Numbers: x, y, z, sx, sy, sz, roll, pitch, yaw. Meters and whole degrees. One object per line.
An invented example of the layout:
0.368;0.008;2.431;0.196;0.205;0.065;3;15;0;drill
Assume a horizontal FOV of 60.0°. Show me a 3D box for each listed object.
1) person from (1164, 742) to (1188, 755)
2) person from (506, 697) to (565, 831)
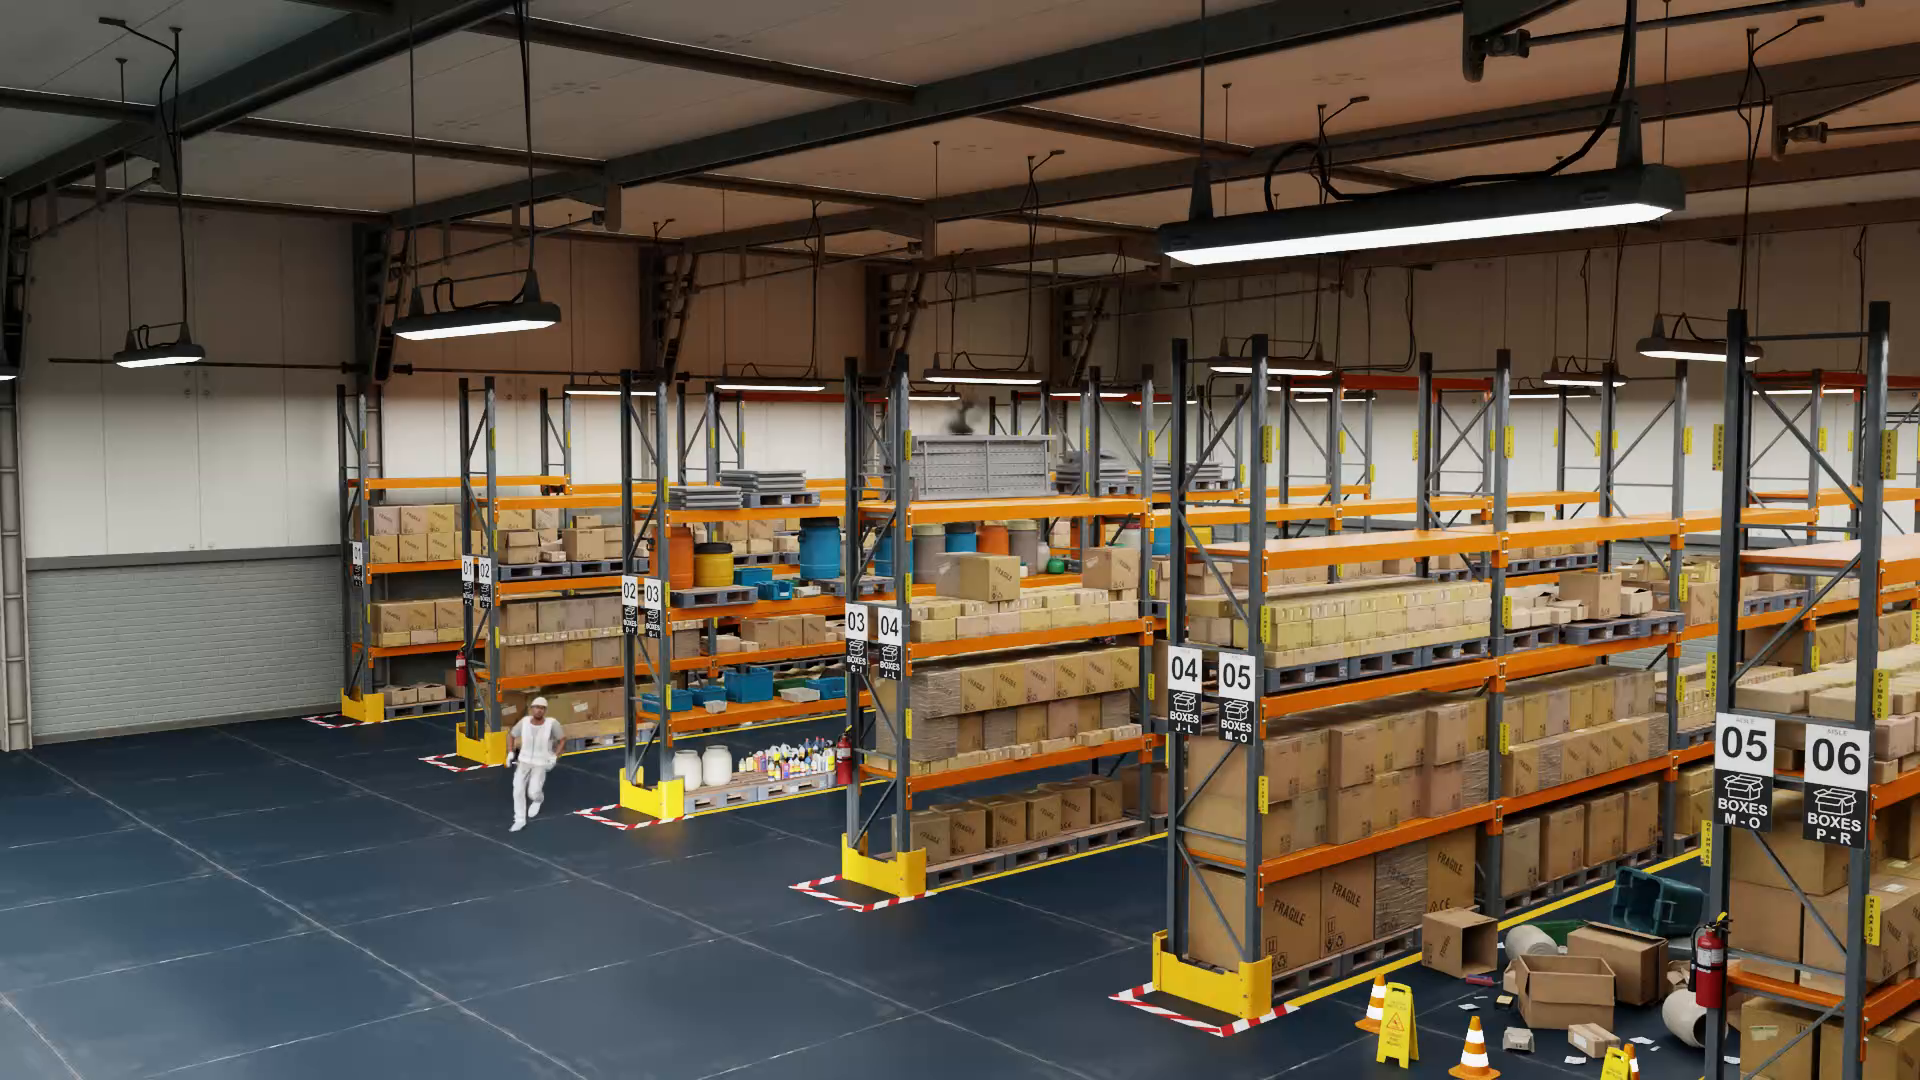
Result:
3.257;2.644;25.054;0.593;1.746;0.678;-3;5;-38;person
-5.530;2.898;21.670;0.731;1.716;0.568;0;4;1;person
